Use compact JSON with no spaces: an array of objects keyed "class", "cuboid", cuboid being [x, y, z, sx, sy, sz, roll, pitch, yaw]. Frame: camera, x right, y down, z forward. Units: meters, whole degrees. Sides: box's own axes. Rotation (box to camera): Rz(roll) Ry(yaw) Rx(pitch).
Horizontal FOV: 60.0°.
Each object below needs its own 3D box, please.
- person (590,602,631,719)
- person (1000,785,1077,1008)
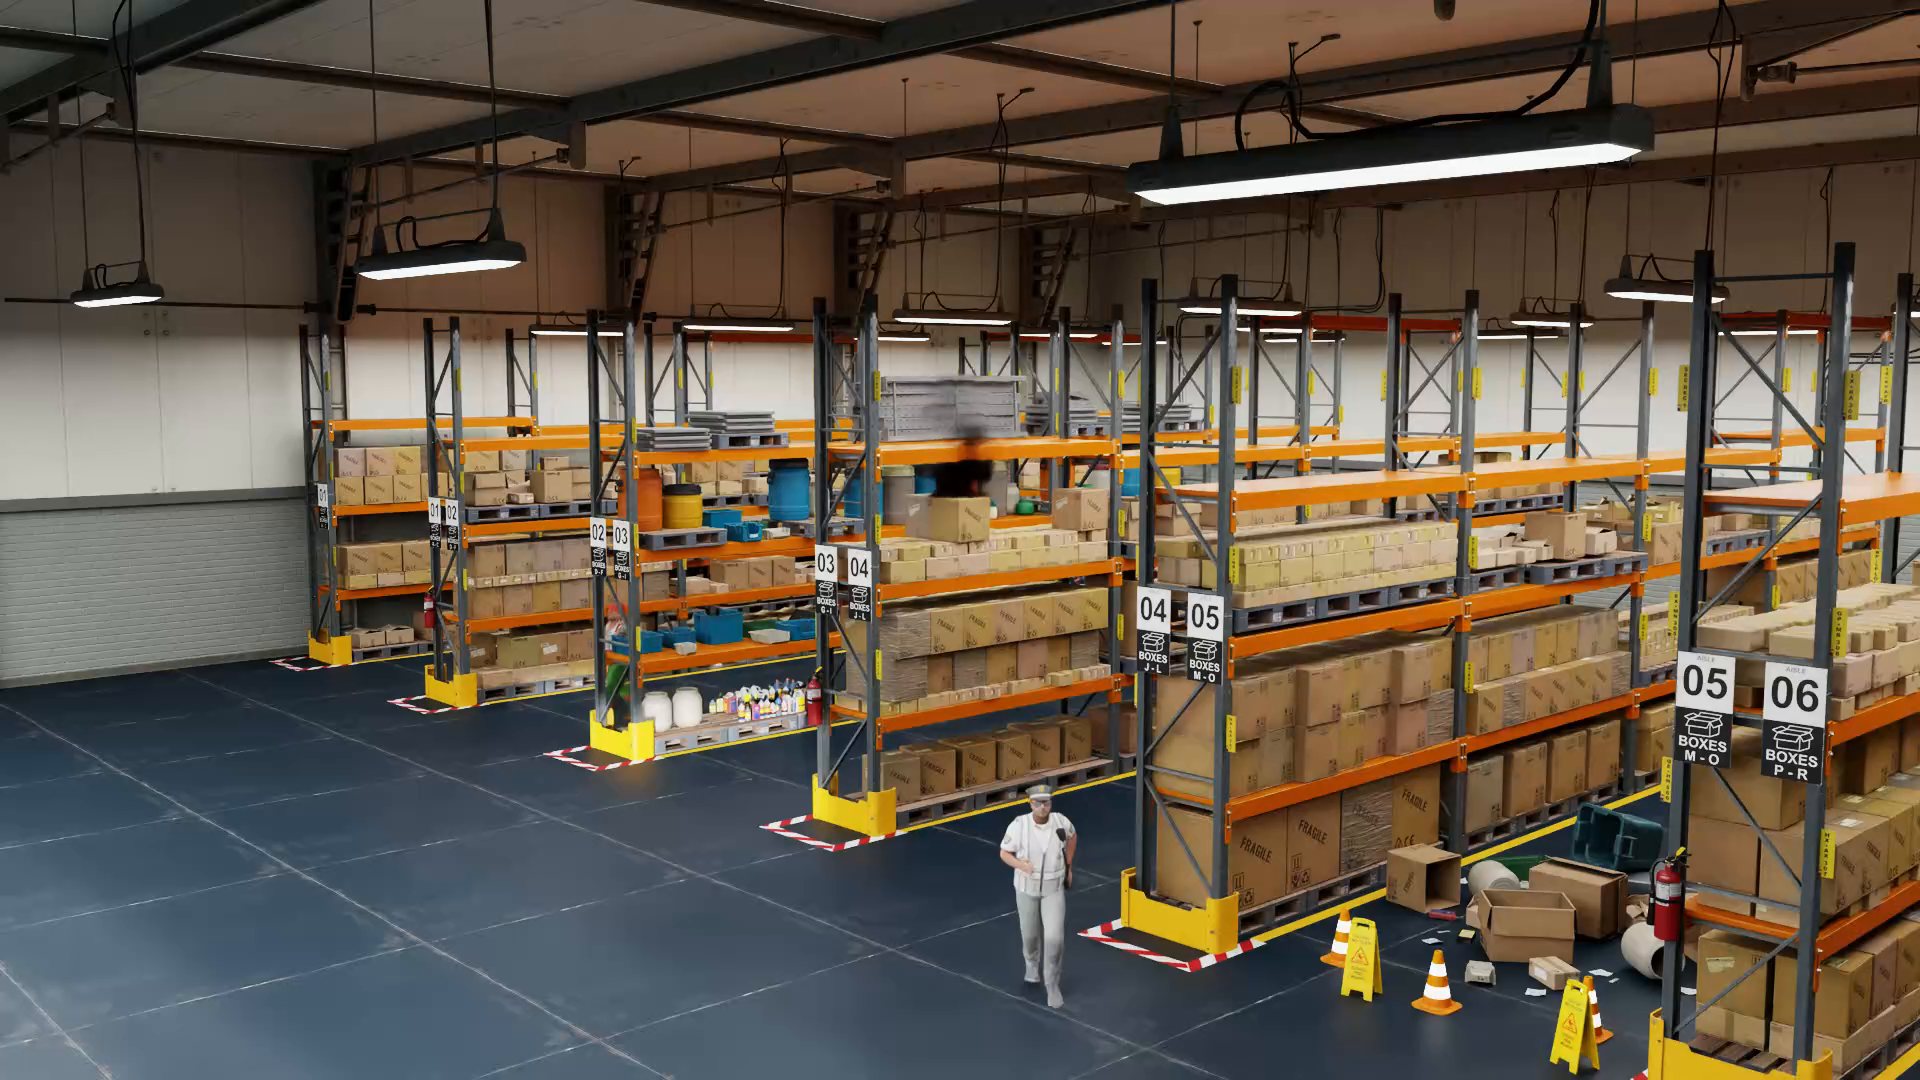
[{"class":"person","cuboid":[-5.000,1.816,24.191,0.871,1.827,0.651,-5,8,-42]},{"class":"person","cuboid":[0.651,2.909,13.765,0.645,1.847,0.799,0,6,1]}]
